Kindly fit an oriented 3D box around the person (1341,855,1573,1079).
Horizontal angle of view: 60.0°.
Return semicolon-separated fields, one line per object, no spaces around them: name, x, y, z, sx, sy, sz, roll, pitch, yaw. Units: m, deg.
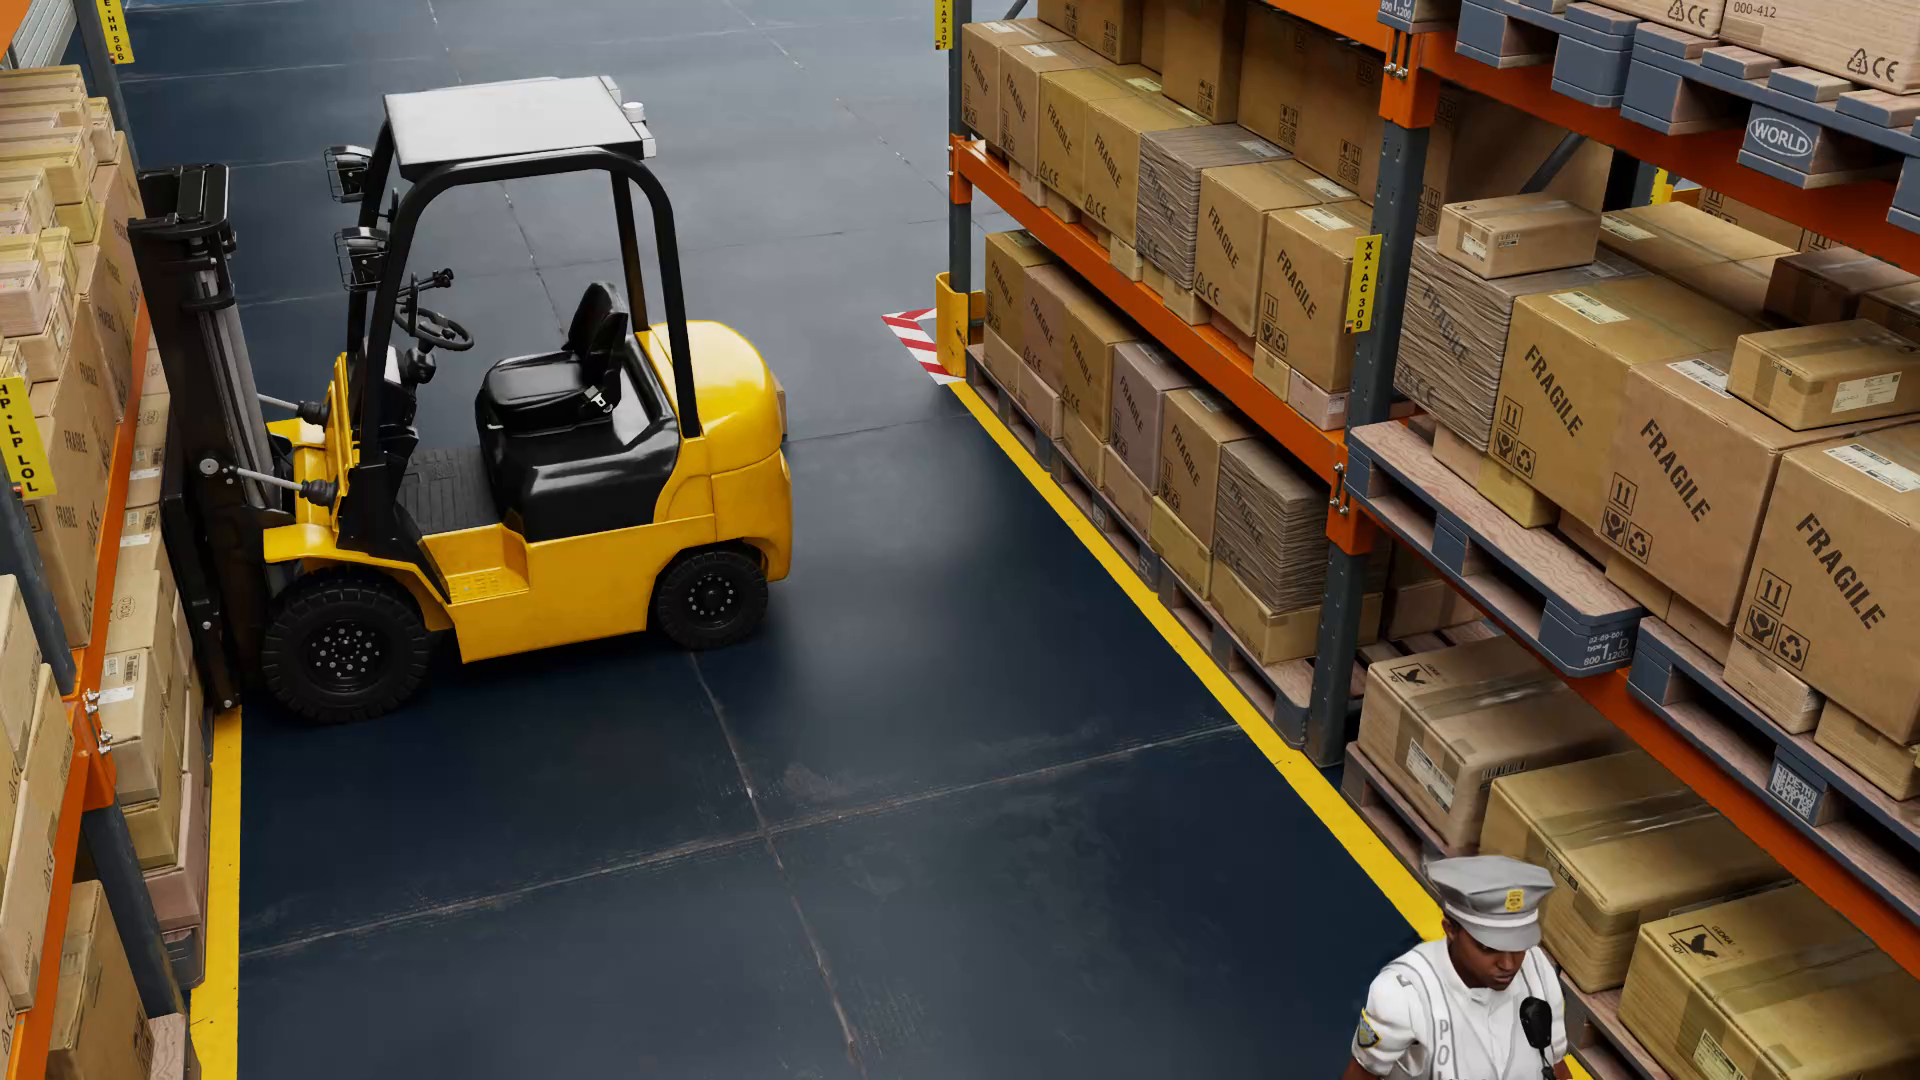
person;1.126;1.384;3.685;0.456;1.627;0.976;-11;32;-18
